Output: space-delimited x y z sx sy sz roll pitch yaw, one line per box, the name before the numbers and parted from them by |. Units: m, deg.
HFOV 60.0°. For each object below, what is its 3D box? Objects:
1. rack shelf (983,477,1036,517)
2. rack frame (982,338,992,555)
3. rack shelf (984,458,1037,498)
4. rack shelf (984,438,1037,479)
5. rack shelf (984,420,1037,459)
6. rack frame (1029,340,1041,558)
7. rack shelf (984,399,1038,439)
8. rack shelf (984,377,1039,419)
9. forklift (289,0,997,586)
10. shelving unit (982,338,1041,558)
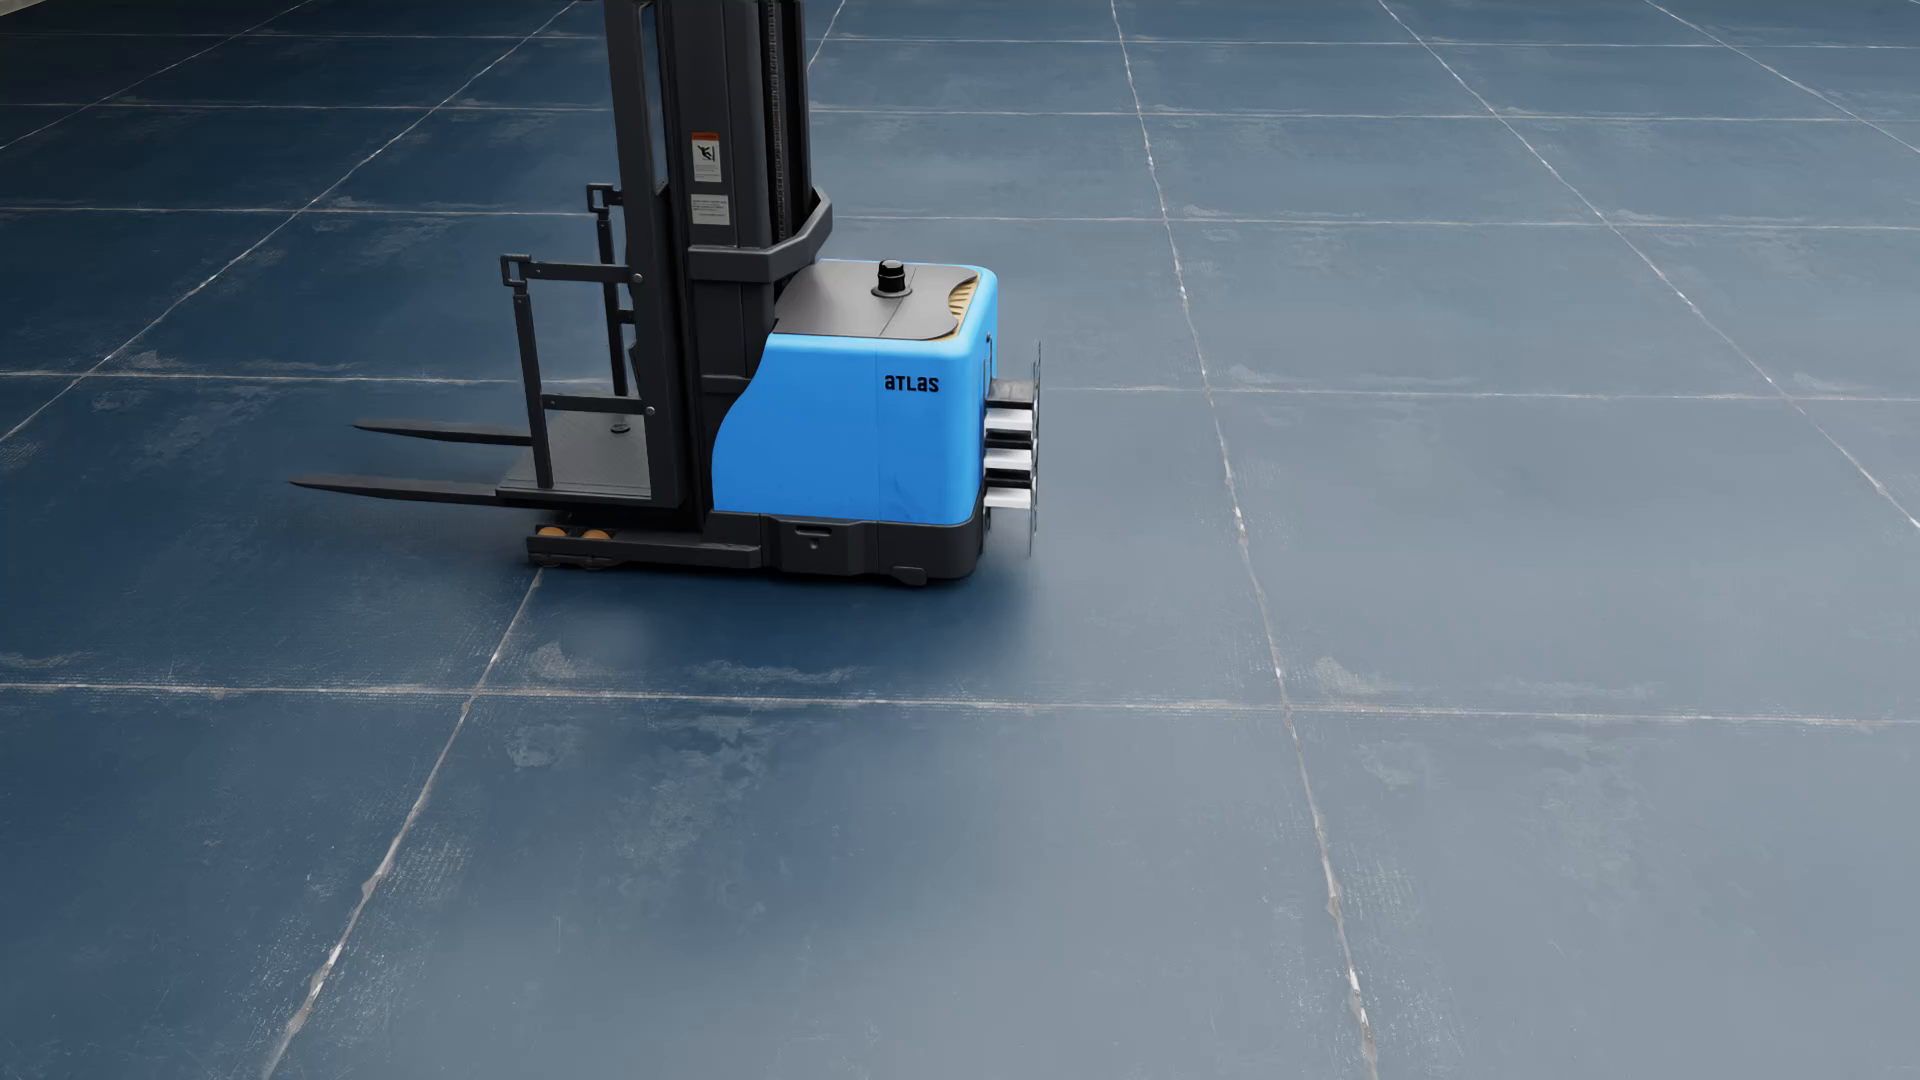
rack shelf | 0.215 -0.193 7.109 0.200 0.077 0.258 4 28 7
rack frame | 0.115 -0.388 7.021 0.006 0.900 0.240 4 28 7
rack shelf | 0.215 -0.273 7.067 0.200 0.077 0.258 4 28 7
rack shelf | 0.215 -0.352 7.024 0.200 0.077 0.258 4 28 7
rack shelf | 0.215 -0.432 6.982 0.200 0.077 0.258 4 28 7
rack frame | 0.316 -0.375 6.996 0.006 0.900 0.240 4 28 7
rack shelf | 0.215 -0.511 6.940 0.200 0.077 0.258 4 28 7
rack shelf | 0.215 -0.591 6.898 0.200 0.077 0.258 4 28 7
forklift | -1.385 -1.408 6.776 3.031 2.935 1.130 4 28 7
shelving unit | 0.215 -0.381 7.009 0.210 0.900 0.258 4 28 7
